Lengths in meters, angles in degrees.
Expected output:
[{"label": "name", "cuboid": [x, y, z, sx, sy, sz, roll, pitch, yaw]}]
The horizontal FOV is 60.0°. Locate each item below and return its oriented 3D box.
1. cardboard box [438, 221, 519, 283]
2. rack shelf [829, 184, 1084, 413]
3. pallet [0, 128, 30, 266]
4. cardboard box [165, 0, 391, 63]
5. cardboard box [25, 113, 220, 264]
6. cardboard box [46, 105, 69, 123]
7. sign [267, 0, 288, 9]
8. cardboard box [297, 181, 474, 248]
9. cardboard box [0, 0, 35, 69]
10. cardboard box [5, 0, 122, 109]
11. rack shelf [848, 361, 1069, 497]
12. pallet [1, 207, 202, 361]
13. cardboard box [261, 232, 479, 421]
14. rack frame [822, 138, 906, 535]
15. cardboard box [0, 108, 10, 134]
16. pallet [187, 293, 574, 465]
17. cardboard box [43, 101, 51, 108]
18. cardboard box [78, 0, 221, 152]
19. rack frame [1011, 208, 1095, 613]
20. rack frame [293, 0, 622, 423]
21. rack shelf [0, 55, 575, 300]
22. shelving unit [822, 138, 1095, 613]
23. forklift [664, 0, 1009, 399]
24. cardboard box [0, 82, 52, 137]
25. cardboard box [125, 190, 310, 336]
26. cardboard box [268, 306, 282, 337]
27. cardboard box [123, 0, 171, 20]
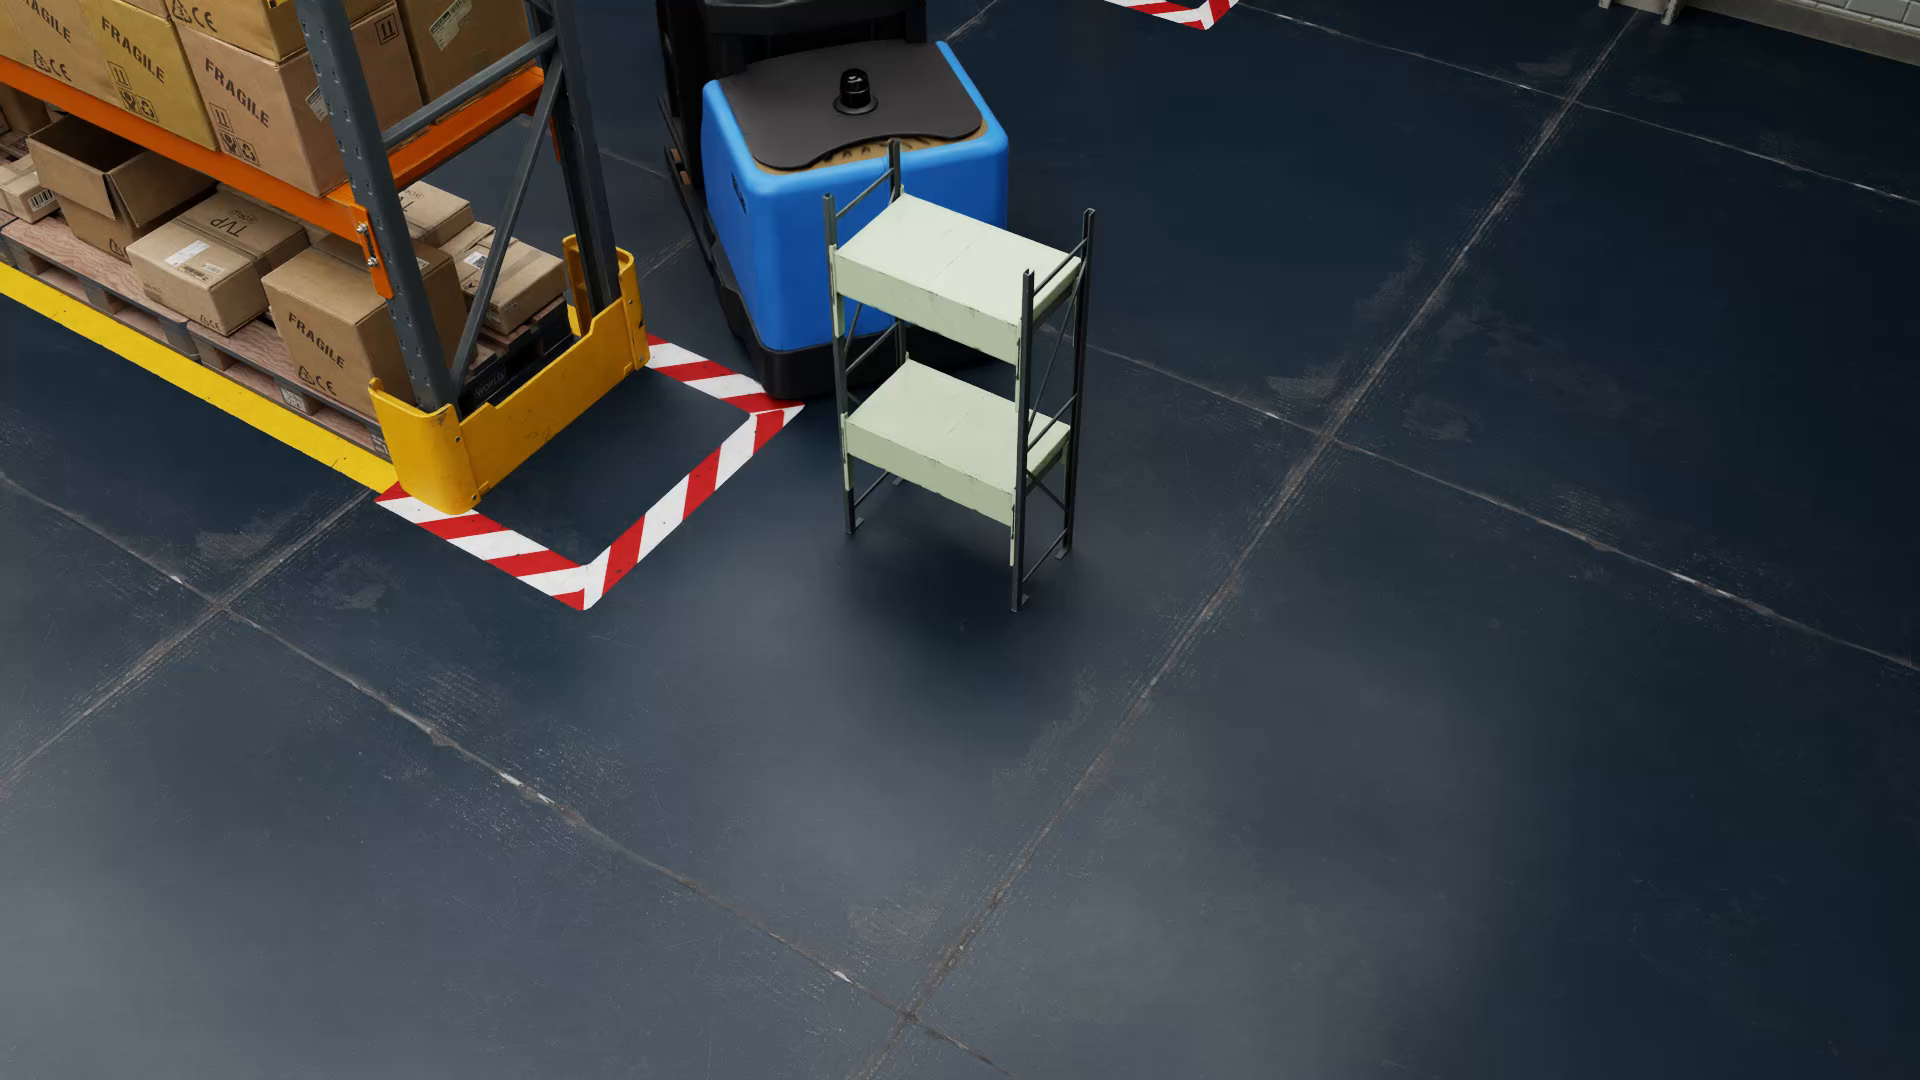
[{"label": "cardboard box", "cuboid": [-2.052, -1.144, 6.939, 0.250, 0.166, 0.380, 25, 51, 22]}, {"label": "rack shelf", "cuboid": [-0.006, -0.797, 5.435, 0.720, 0.370, 0.431, 25, 51, 22]}, {"label": "pallet", "cuboid": [-4.464, -1.822, 7.873, 1.213, 0.211, 1.003, 25, 51, 22]}, {"label": "cardboard box", "cuboid": [-2.197, -1.901, 5.239, 0.500, 0.500, 0.500, 24, 51, 22]}, {"label": "cardboard box", "cuboid": [-3.457, -1.619, 7.166, 0.637, 0.503, 0.797, 25, 51, 22]}, {"label": "cardboard box", "cuboid": [-3.777, -1.937, 7.608, 0.500, 0.311, 0.500, 25, 51, 22]}, {"label": "sign", "cuboid": [-1.991, -1.698, 4.780, 0.005, 0.325, 0.100, 25, 51, 22]}, {"label": "cardboard box", "cuboid": [-2.400, -1.282, 7.014, 0.500, 0.250, 0.500, 25, 51, 22]}, {"label": "cardboard box", "cuboid": [-3.478, -2.146, 6.174, 0.500, 0.500, 0.500, 24, 50, 22]}, {"label": "cardboard box", "cuboid": [-3.054, -1.950, 5.984, 0.500, 0.500, 0.500, 25, 51, 22]}, {"label": "rack shelf", "cuboid": [-0.006, -0.366, 5.878, 0.686, 0.124, 0.368, 25, 51, 22]}, {"label": "pallet", "cuboid": [-3.433, -1.350, 7.415, 1.213, 0.211, 1.003, 25, 51, 22]}, {"label": "cardboard box", "cuboid": [-2.265, -0.855, 6.426, 0.500, 0.500, 0.500, 25, 51, 22]}, {"label": "rack frame", "cuboid": [-0.314, -0.667, 5.852, 0.023, 1.500, 0.400, 25, 51, 22]}, {"label": "cardboard box", "cuboid": [-4.805, -1.983, 7.654, 0.500, 0.311, 0.500, 25, 51, 22]}, {"label": "pallet", "cuboid": [-2.410, -0.877, 6.955, 1.213, 0.211, 1.003, 25, 51, 22]}, {"label": "cardboard box", "cuboid": [-4.061, -2.061, 7.843, 0.250, 0.149, 0.380, 25, 51, 22]}, {"label": "cardboard box", "cuboid": [-2.637, -1.754, 5.793, 0.500, 0.500, 0.500, 25, 51, 22]}, {"label": "rack frame", "cuboid": [0.302, -0.384, 5.577, 0.023, 1.500, 0.400, 25, 51, 22]}, {"label": "rack frame", "cuboid": [-1.674, -1.511, 5.627, 0.127, 3.000, 1.000, 25, 51, 22]}, {"label": "rack shelf", "cuboid": [-3.358, -2.035, 6.637, 4.000, 0.370, 1.077, 25, 51, 22]}, {"label": "shelving unit", "cuboid": [-0.006, -0.525, 5.715, 0.755, 1.500, 0.431, 25, 51, 22]}, {"label": "forklift", "cuboid": [-0.756, -2.665, 6.796, 1.130, 2.935, 3.031, -14, 47, -13]}, {"label": "cardboard box", "cuboid": [-4.409, -2.293, 7.823, 0.500, 0.500, 0.500, 25, 51, 22]}, {"label": "cardboard box", "cuboid": [-3.049, -1.154, 6.890, 0.500, 0.250, 0.500, 25, 51, 22]}, {"label": "cardboard box", "cuboid": [-2.557, -0.950, 6.751, 0.250, 0.166, 0.380, 25, 51, 22]}, {"label": "cardboard box", "cuboid": [-2.623, -2.096, 5.428, 0.500, 0.500, 0.500, 26, 51, 23]}]
